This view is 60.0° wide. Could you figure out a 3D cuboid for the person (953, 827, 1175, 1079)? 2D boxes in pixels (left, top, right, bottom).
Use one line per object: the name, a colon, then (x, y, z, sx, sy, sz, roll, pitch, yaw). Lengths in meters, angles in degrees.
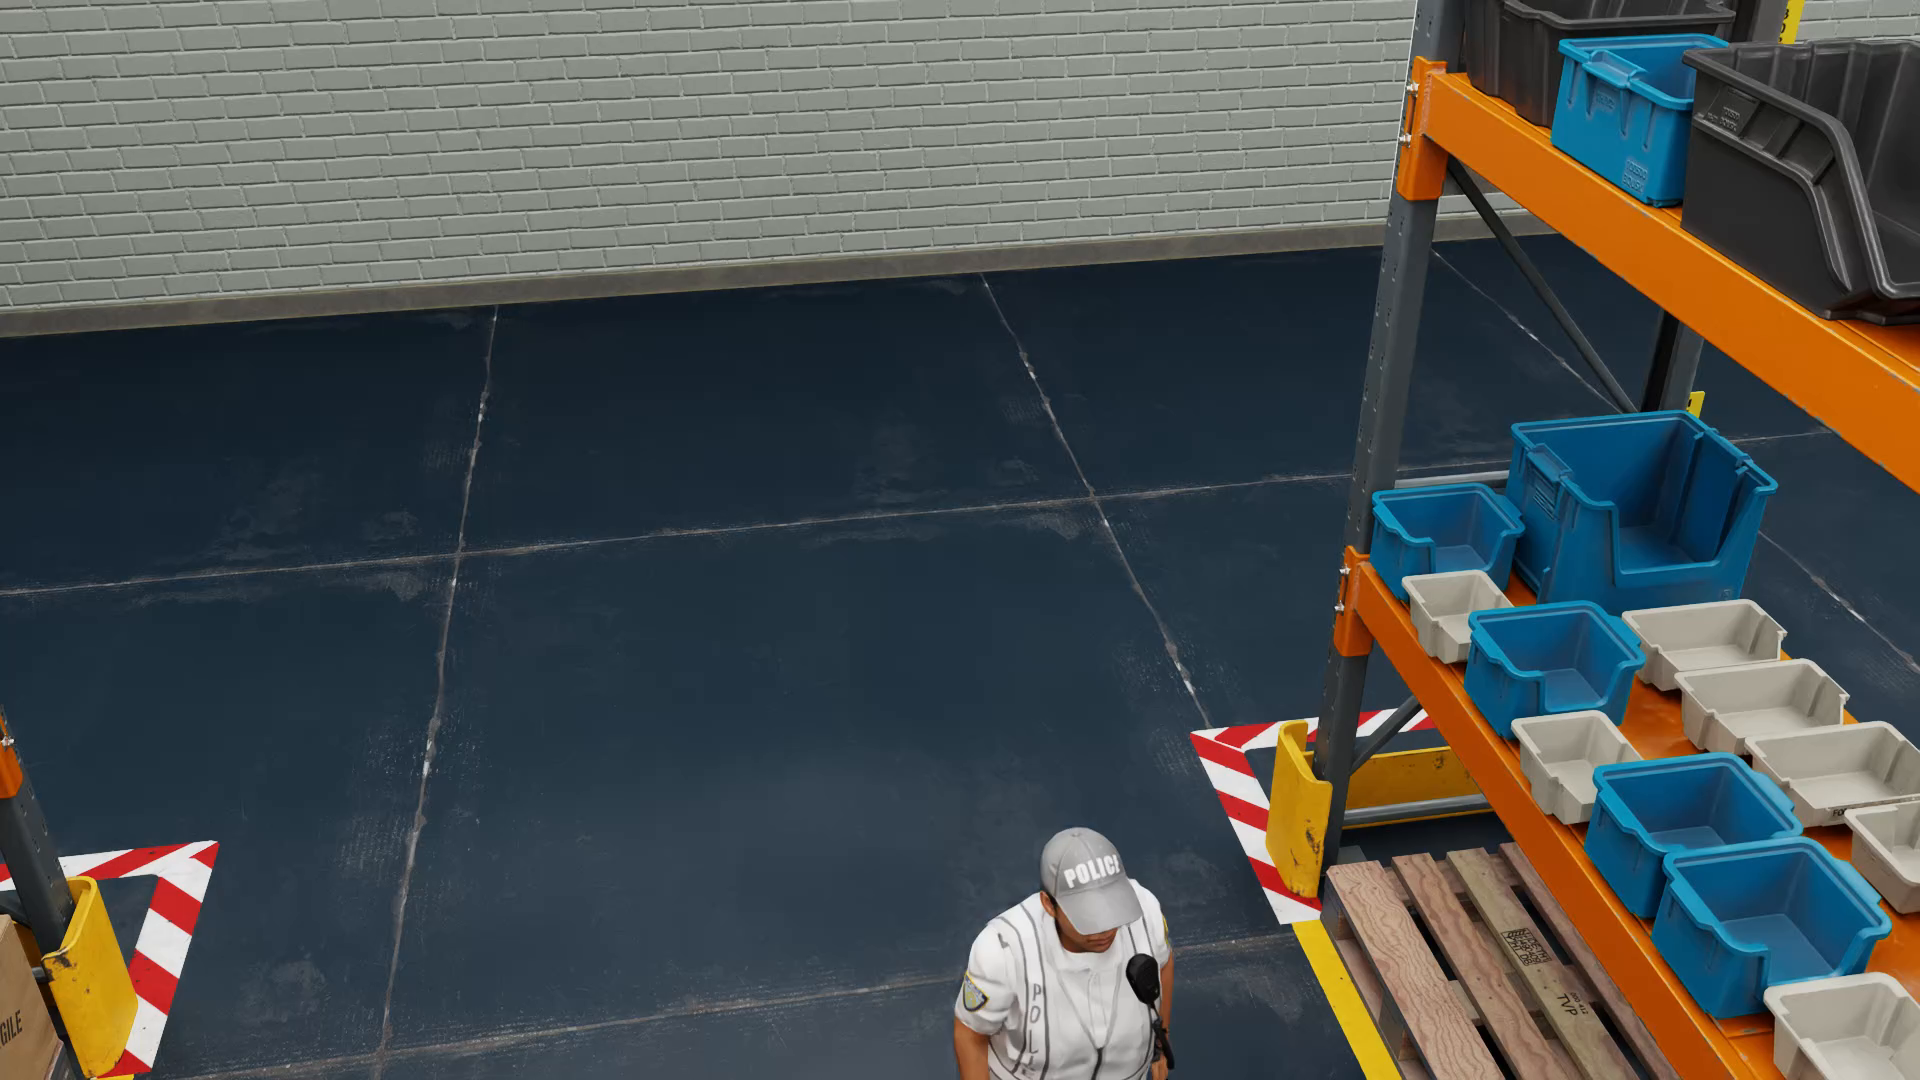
person: (0.250, 1.301, 3.988, 0.563, 1.681, 0.533, -8, 32, -13)
